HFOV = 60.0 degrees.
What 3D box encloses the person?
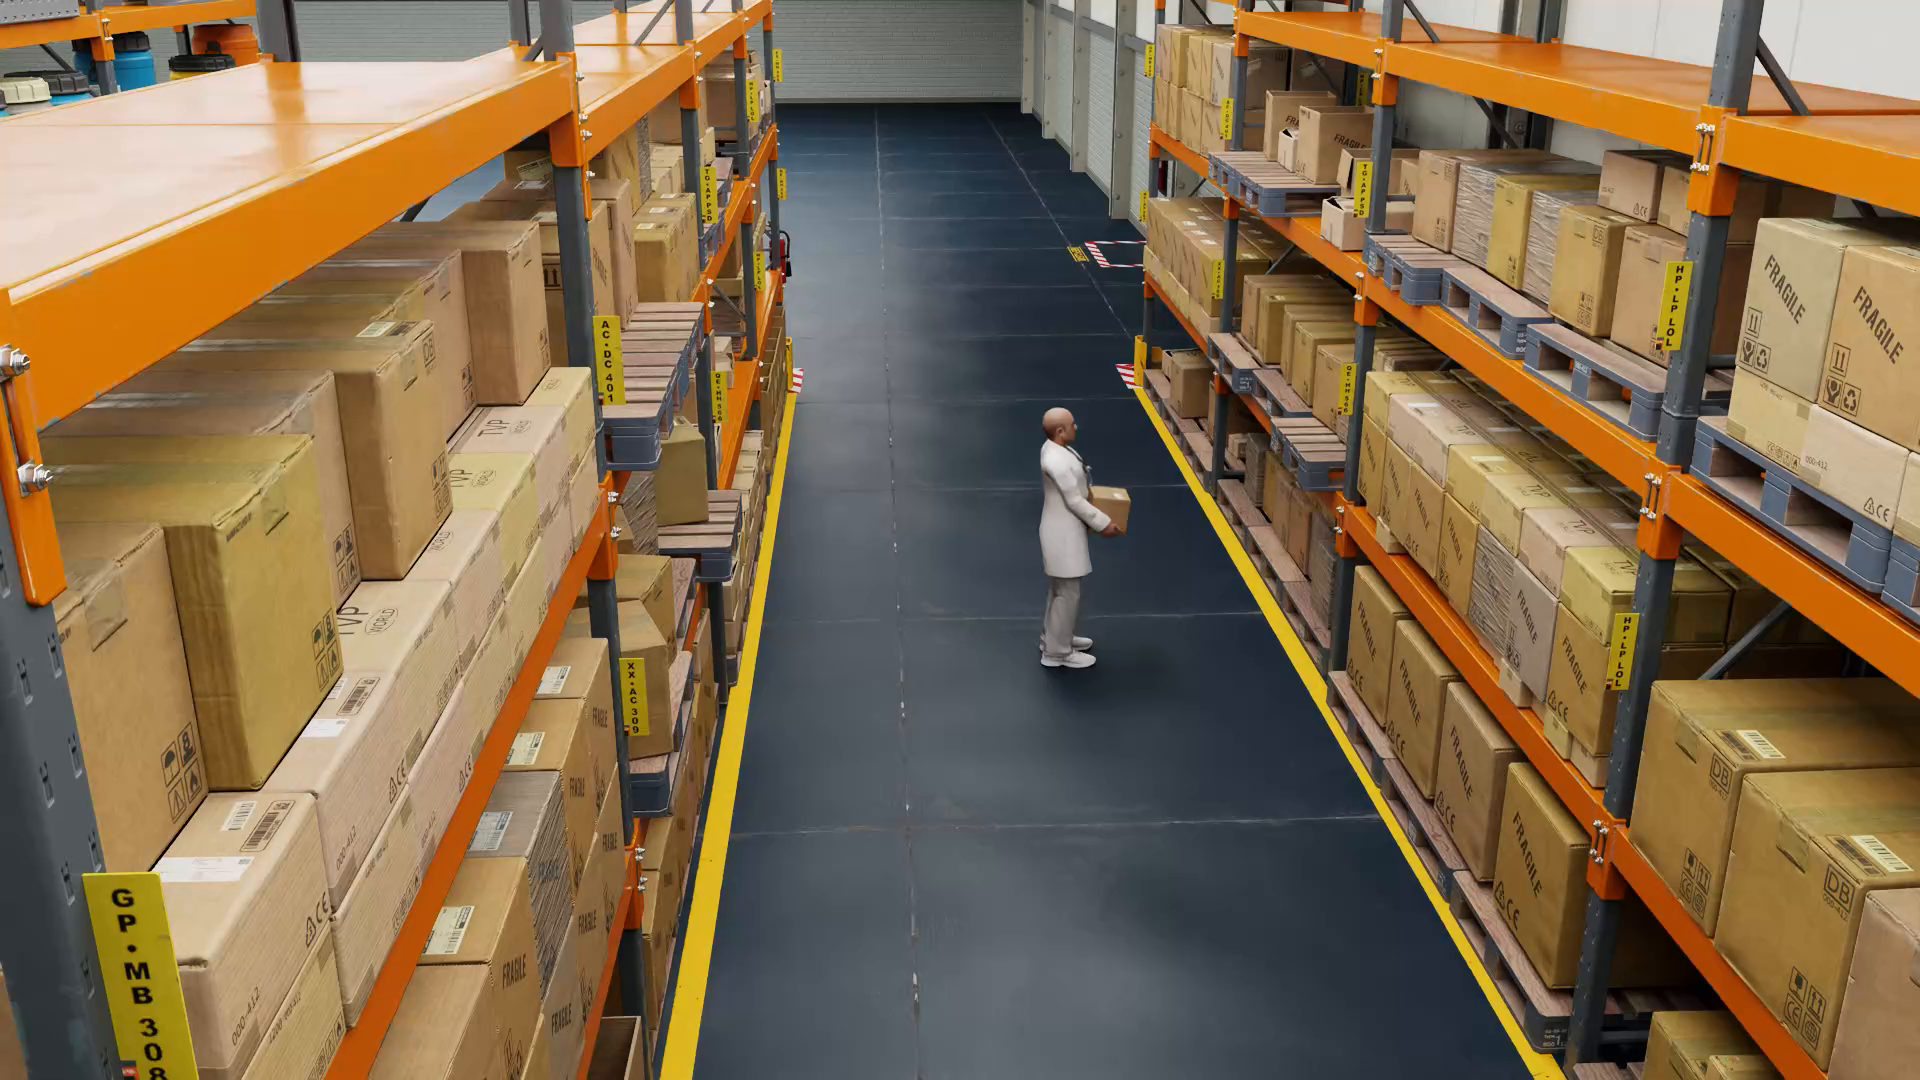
[{"bbox_3d":[0.803,-0.028,11.182,0.548,1.775,0.528,-1,20,-2],"label":"person"}]
